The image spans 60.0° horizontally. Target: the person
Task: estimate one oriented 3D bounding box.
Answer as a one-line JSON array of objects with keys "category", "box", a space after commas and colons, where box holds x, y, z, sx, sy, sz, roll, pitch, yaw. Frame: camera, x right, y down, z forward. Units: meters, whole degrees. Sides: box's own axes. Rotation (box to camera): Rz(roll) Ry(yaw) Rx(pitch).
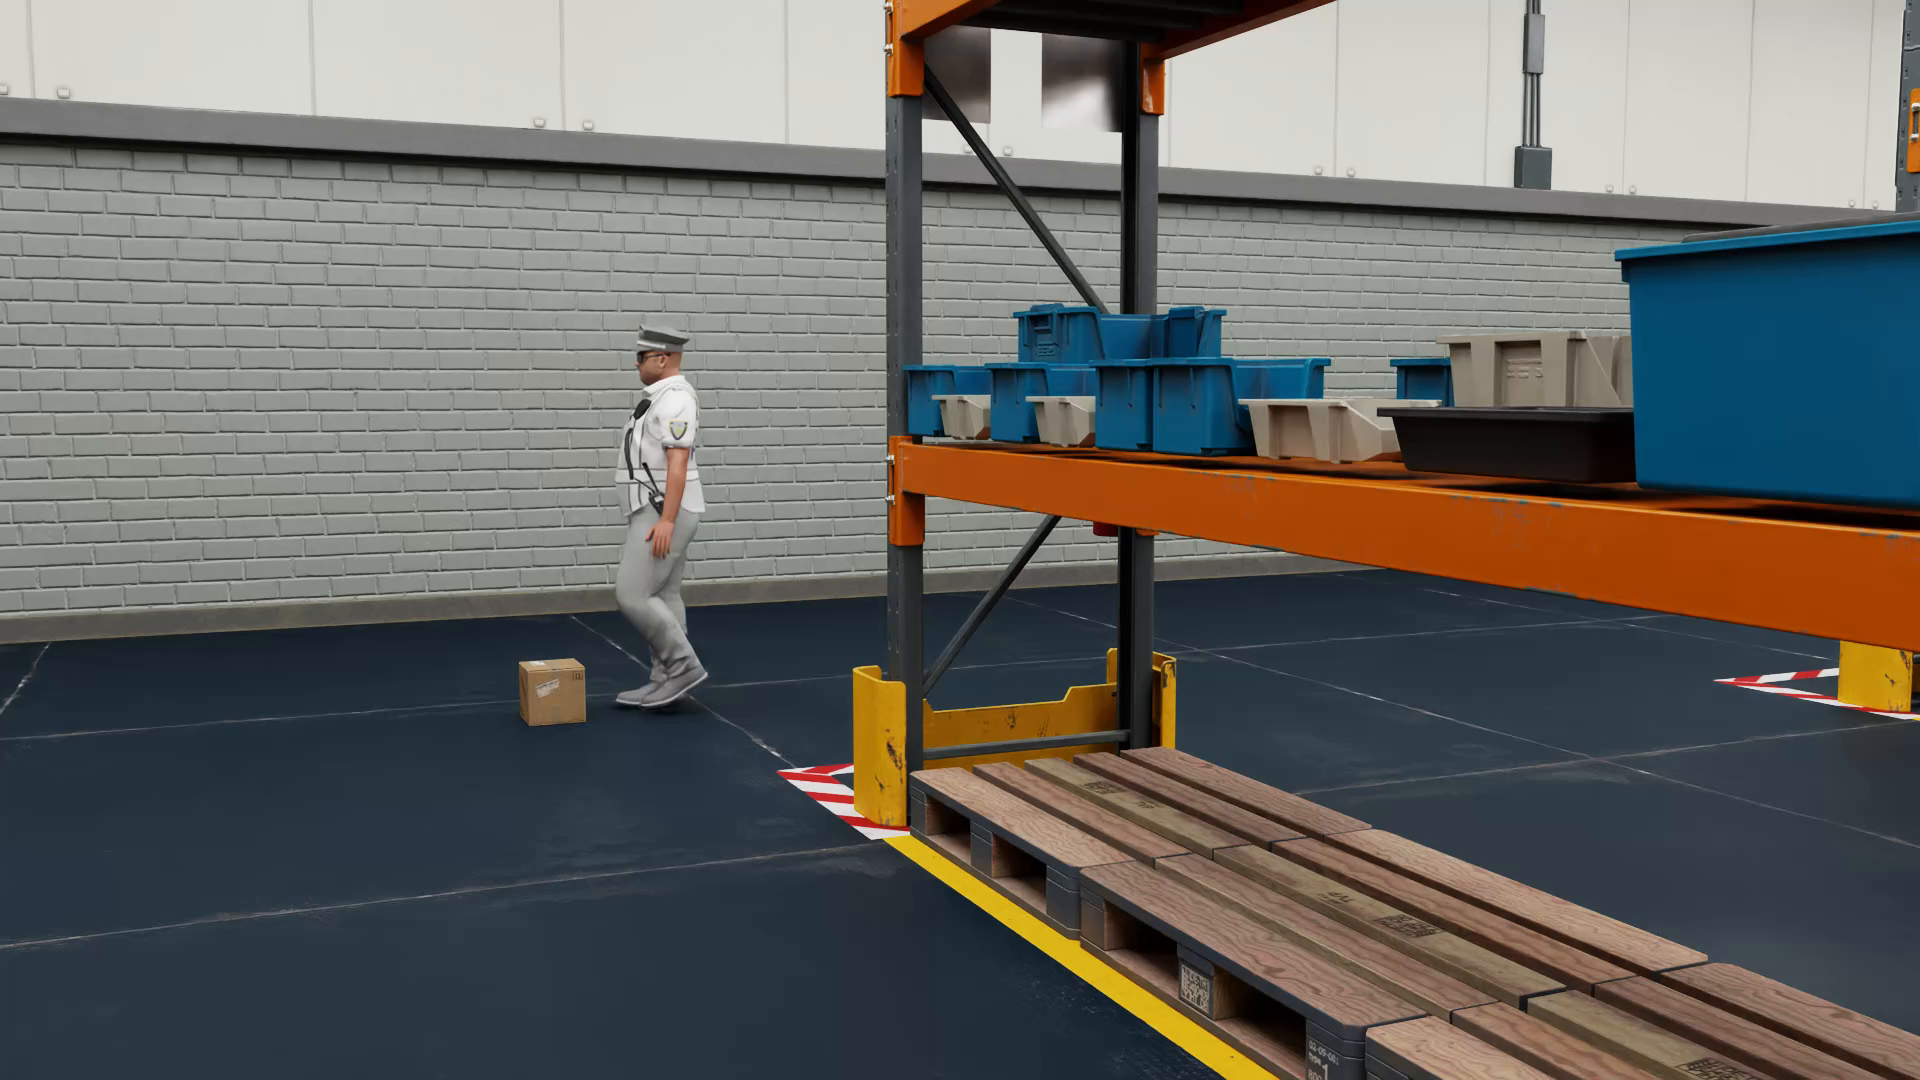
[{"category": "person", "box": [-1.384, -0.102, 7.601, 0.421, 1.767, 0.572, -2, 6, -17]}]
